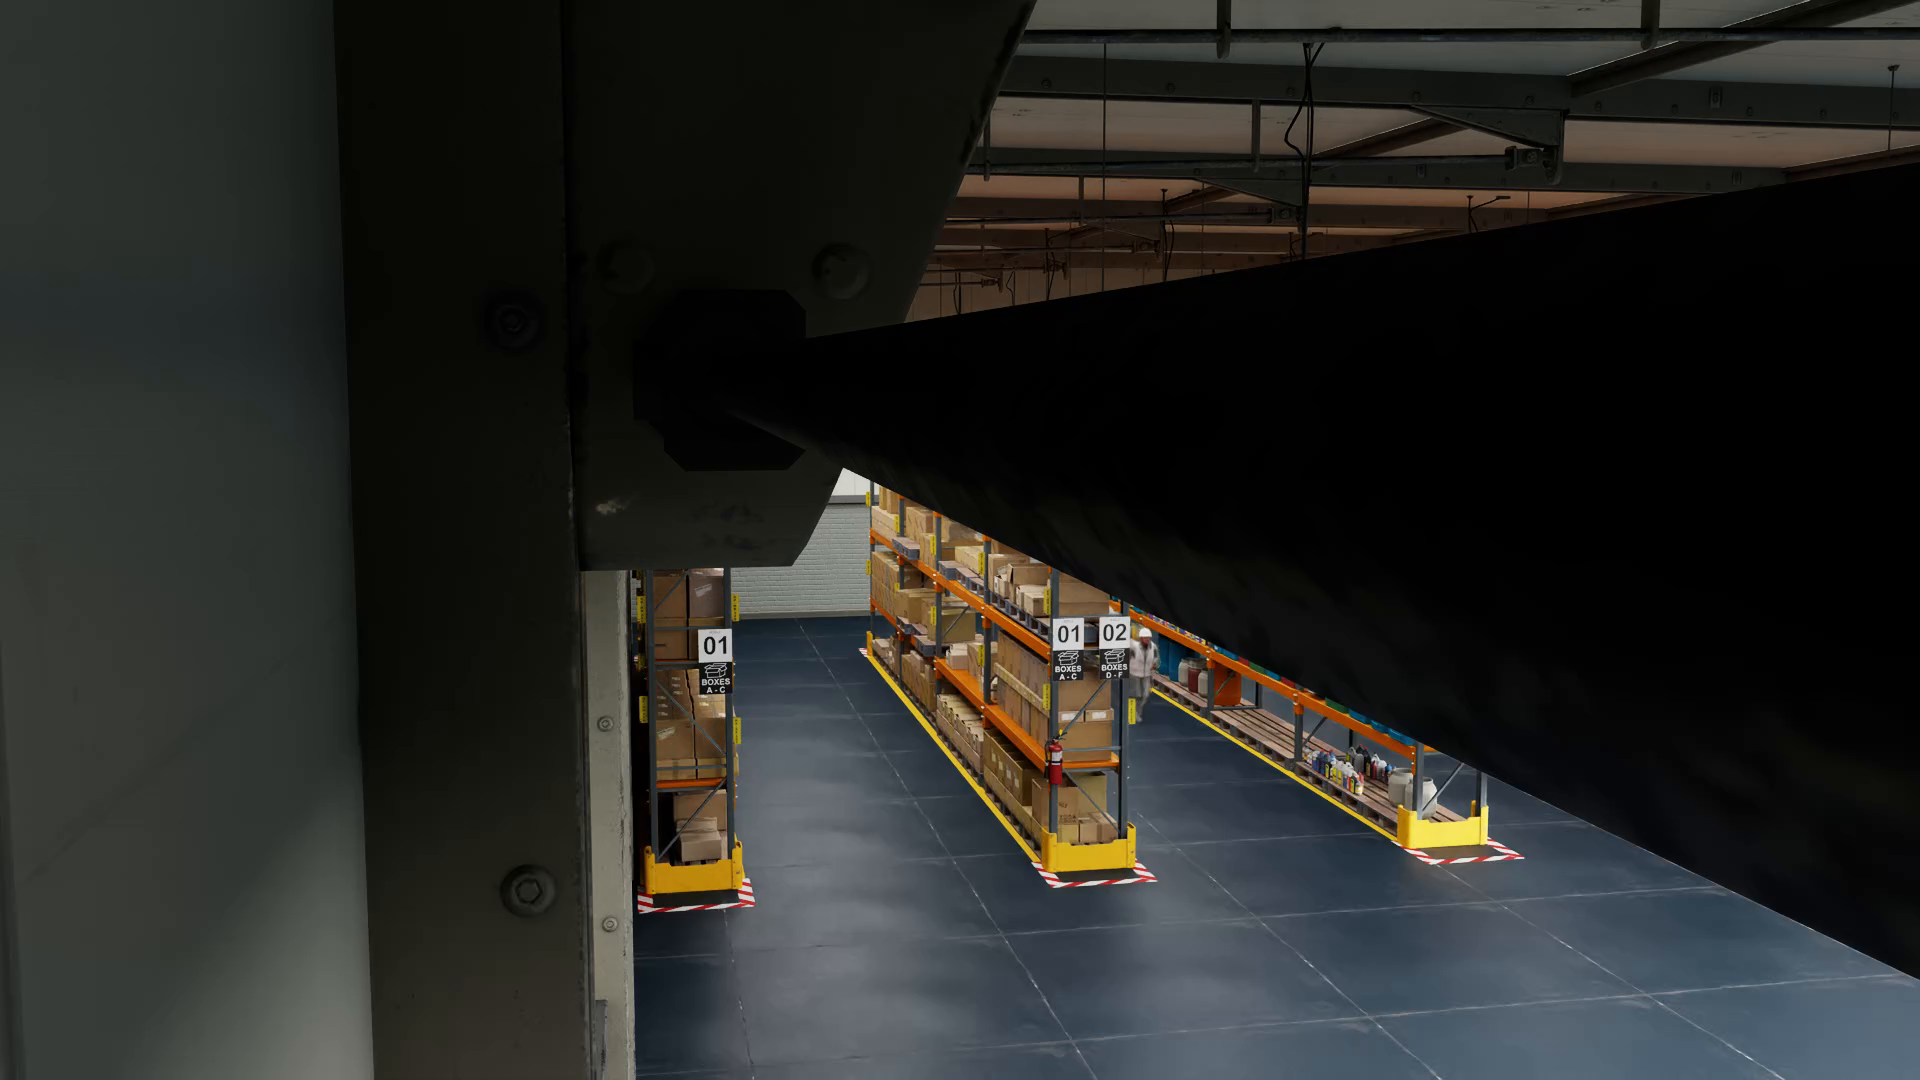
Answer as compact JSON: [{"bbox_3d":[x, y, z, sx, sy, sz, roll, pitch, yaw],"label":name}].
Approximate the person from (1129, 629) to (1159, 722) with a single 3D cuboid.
[{"bbox_3d":[3.227,2.402,29.733,0.649,1.705,0.738,-2,6,-18],"label":"person"}]
